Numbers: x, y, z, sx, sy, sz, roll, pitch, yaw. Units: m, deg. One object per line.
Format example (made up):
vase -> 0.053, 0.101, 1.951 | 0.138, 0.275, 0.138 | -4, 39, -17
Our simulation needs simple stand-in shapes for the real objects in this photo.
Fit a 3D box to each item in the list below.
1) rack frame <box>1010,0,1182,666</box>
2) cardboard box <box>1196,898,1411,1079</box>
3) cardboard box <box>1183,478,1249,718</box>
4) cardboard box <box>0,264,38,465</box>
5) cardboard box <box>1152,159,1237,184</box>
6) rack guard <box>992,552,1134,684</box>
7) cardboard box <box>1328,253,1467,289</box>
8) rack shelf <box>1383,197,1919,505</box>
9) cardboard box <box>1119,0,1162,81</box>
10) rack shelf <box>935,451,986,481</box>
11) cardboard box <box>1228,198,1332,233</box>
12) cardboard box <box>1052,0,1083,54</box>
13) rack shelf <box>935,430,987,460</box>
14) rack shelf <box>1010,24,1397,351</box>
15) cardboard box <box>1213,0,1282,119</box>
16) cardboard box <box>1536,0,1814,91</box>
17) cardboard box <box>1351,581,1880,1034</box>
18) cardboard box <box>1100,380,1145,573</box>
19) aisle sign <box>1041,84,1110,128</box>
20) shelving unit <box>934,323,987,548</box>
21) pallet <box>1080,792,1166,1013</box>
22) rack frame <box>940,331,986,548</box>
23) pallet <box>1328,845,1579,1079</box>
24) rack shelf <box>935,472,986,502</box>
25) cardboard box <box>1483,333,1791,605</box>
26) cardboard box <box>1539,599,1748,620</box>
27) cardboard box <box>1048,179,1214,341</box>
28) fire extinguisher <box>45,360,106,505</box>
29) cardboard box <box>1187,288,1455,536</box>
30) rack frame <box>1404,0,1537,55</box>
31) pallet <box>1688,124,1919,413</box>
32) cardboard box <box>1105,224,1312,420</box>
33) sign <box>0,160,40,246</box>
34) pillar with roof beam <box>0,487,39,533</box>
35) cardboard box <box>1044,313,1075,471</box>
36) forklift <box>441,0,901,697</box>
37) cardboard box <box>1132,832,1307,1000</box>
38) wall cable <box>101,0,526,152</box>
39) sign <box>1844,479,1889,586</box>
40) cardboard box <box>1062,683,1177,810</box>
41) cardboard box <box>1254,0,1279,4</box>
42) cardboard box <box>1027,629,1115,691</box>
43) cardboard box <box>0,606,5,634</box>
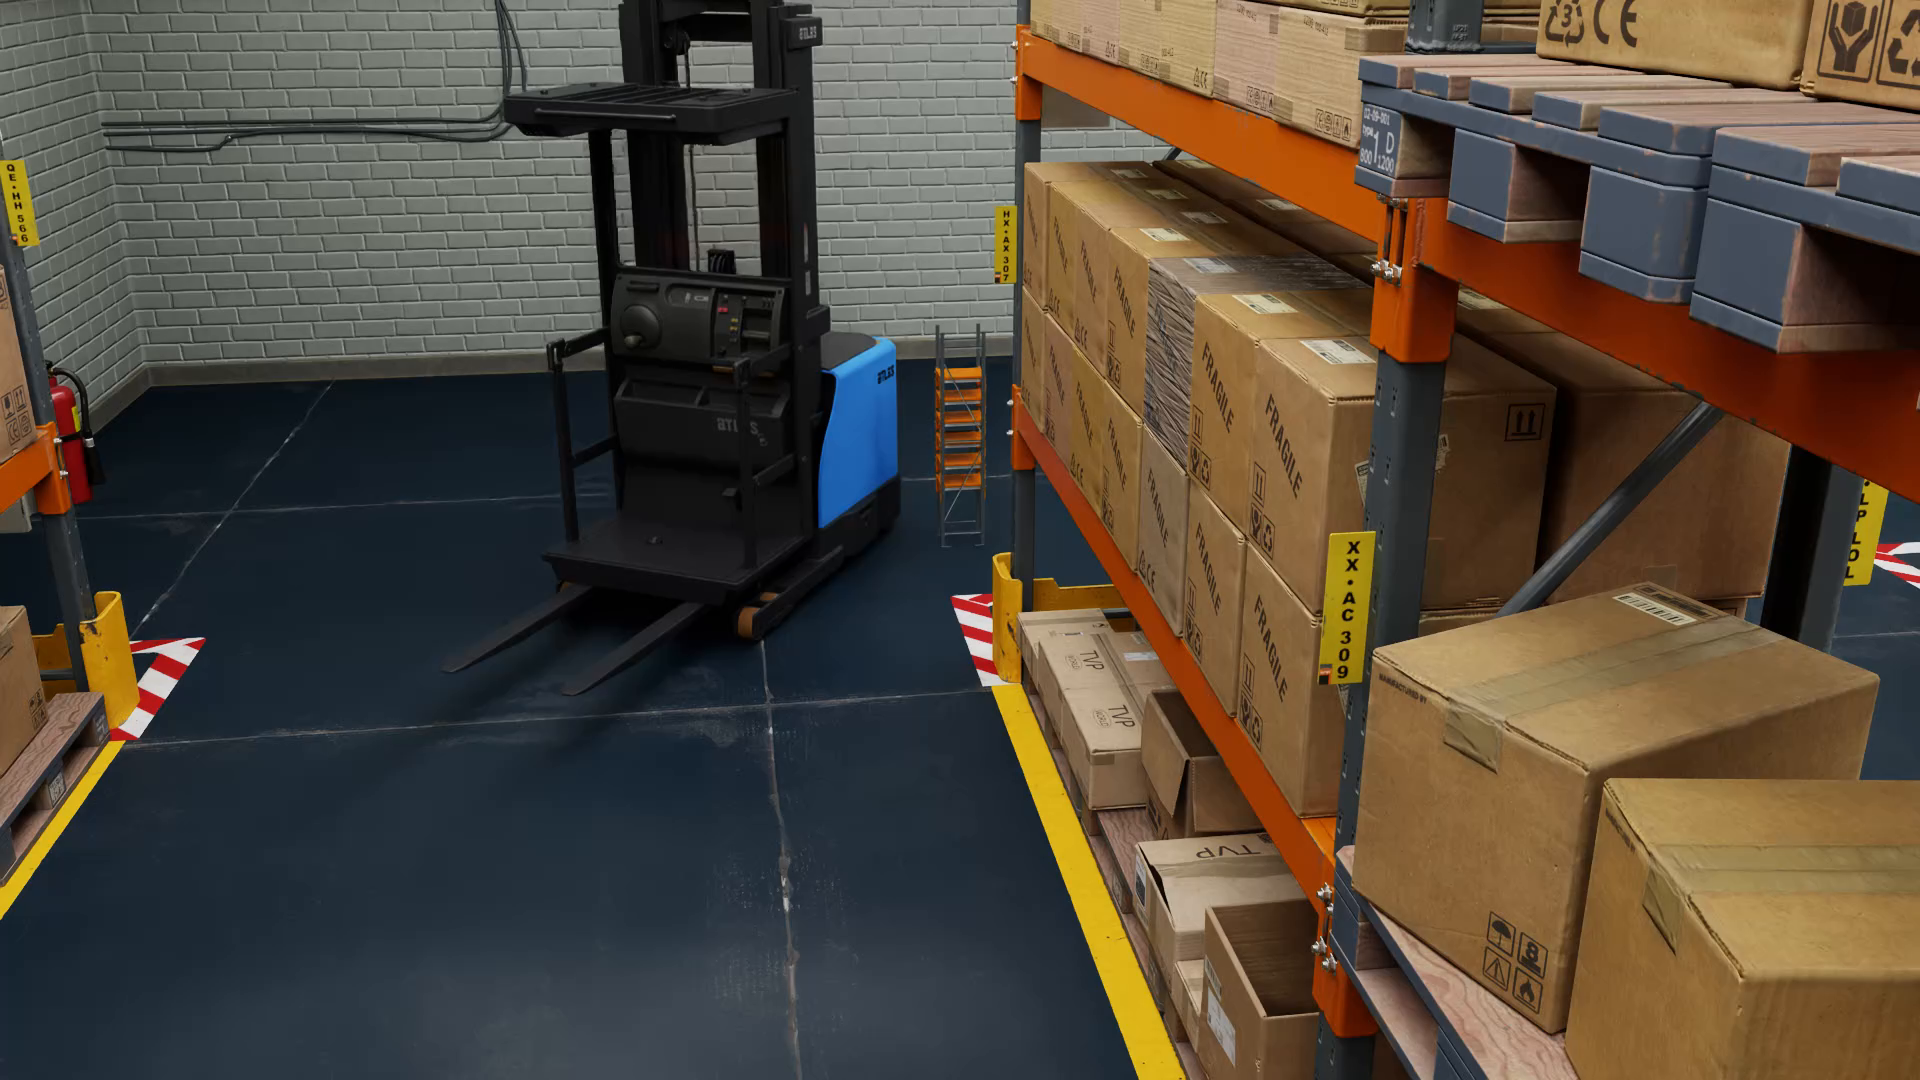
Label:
rack frame -> 0.734, -0.871, 7.261 | 1.000, 3.000, 0.127 | -3, 21, -8
cardboard box -> 0.948, 1.296, 4.404 | 0.500, 0.500, 0.500 | -3, 21, -8
cardboard box -> 0.909, 0.128, 4.442 | 0.500, 0.500, 0.500 | -2, 21, -6
cardboard box -> -4.084, -0.584, 6.065 | 0.980, 0.700, 0.700 | -2, 21, -5
cardboard box -> 1.070, -1.246, 6.693 | 0.500, 0.500, 0.500 | -3, 21, -8
rack guard -> 0.745, 0.326, 7.628 | 1.175, 0.500, 0.348 | -3, 21, -8
cardboard box -> 1.373, -0.535, 4.790 | 0.500, 0.500, 0.500 | -4, 21, -9
rack shelf -> 1.599, 0.138, 1.300 | 1.077, 0.370, 4.000 | -3, 21, -8
cardboard box -> 0.768, -1.496, 4.861 | 0.500, 0.250, 0.500 | -3, 21, -8
rack shelf -> 0.002, -0.403, 9.050 | 0.258, 0.103, 0.180 | -3, 21, -8
cardboard box -> 1.223, -0.892, 5.745 | 0.500, 0.500, 0.500 | -2, 21, -6
cardboard box -> 0.616, -1.842, 5.787 | 0.500, 0.250, 0.500 | -3, 21, -8
rack shelf -> 0.002, -0.515, 9.008 | 0.258, 0.103, 0.180 | -3, 21, -8
rack shelf -> 1.022, -1.247, 5.008 | 1.077, 0.370, 4.000 | -3, 21, -8
cardboard box -> 0.916, -1.150, 3.934 | 0.500, 0.250, 0.500 | -3, 21, -8
cardboard box -> 1.310, -1.004, 2.443 | 0.600, 0.600, 0.600 | -5, 21, -13
cardboard box -> 1.158, 0.446, 2.993 | 0.700, 0.500, 0.500 | -10, 23, -26
cardboard box -> 0.757, -0.226, 5.390 | 0.500, 0.500, 0.500 | -3, 21, -7
aisle sign -> 0.434, -2.098, 6.830 | 0.394, 0.787, 0.004 | -3, 21, -8
shelving unit -> 0.002, -0.557, 8.993 | 0.258, 1.200, 0.189 | -3, 21, -8
pallet -> 1.034, 1.159, 5.811 | 1.003, 0.211, 1.213 | -3, 21, -8
rack frame -> 0.015, -0.525, 8.908 | 0.240, 1.200, 0.006 | -3, 21, -8
pallet -> 1.318, 0.886, 2.831 | 1.003, 0.211, 1.213 | -3, 21, -8
rack shelf -> 0.002, -0.291, 9.092 | 0.258, 0.103, 0.180 | -3, 21, -8
cardboard box -> 1.521, -0.179, 3.836 | 0.500, 0.500, 0.500 | -2, 21, -6
cardboard box -> 1.507, 0.277, 4.045 | 0.500, 0.500, 0.500 | -2, 21, -6
cardboard box -> 0.620, -1.039, 6.138 | 0.500, 0.500, 0.500 | -3, 21, -7
fire extinguisher -> -3.732, -0.485, 6.870 | 0.296, 0.674, 0.183 | -3, 21, -8
cardboard box -> 0.905, -0.341, 4.269 | 0.500, 0.500, 0.500 | -3, 21, -9
rack frame -> 1.311, -2.297, 2.504 | 1.000, 3.000, 0.127 | -3, 21, -8
pallet -> 1.488, -0.215, 1.486 | 1.213, 0.211, 1.003 | -3, 21, -8
cardboard box -> 0.761, -0.689, 5.203 | 0.500, 0.500, 0.500 | -3, 21, -8
sign -> -3.628, -1.296, 6.405 | 0.100, 0.325, 0.005 | -3, 21, -8
pillar with roof beam -> -1.152, -4.539, 8.507 | 9.100, 9.000, 0.400 | -3, 21, -8
cardboard box -> 0.617, -0.573, 6.319 | 0.500, 0.500, 0.500 | -3, 21, -8
forklift -> -1.349, -1.057, 7.857 | 1.130, 2.935, 3.031 | 8, 22, 20
cardboard box -> 0.840, 1.125, 5.132 | 0.500, 0.311, 0.500 | -3, 21, -8
wall cable -> -4.629, -3.952, 11.374 | 3.097, 2.526, 0.112 | -3, 21, -8
sign -> 1.859, -0.058, 3.429 | 0.100, 0.325, 0.005 | -3, 21, -8
cardboard box -> 0.676, 0.760, 6.196 | 0.500, 0.250, 0.500 | -3, 21, -8
cardboard box -> 0.903, -1.383, 3.845 | 0.500, 0.250, 0.500 | -3, 21, -8
cardboard box -> 0.490, 0.499, 7.014 | 0.380, 0.166, 0.250 | -3, 21, -8
cardboard box -> -3.769, 0.323, 6.109 | 0.380, 0.149, 0.250 | -3, 21, -8
